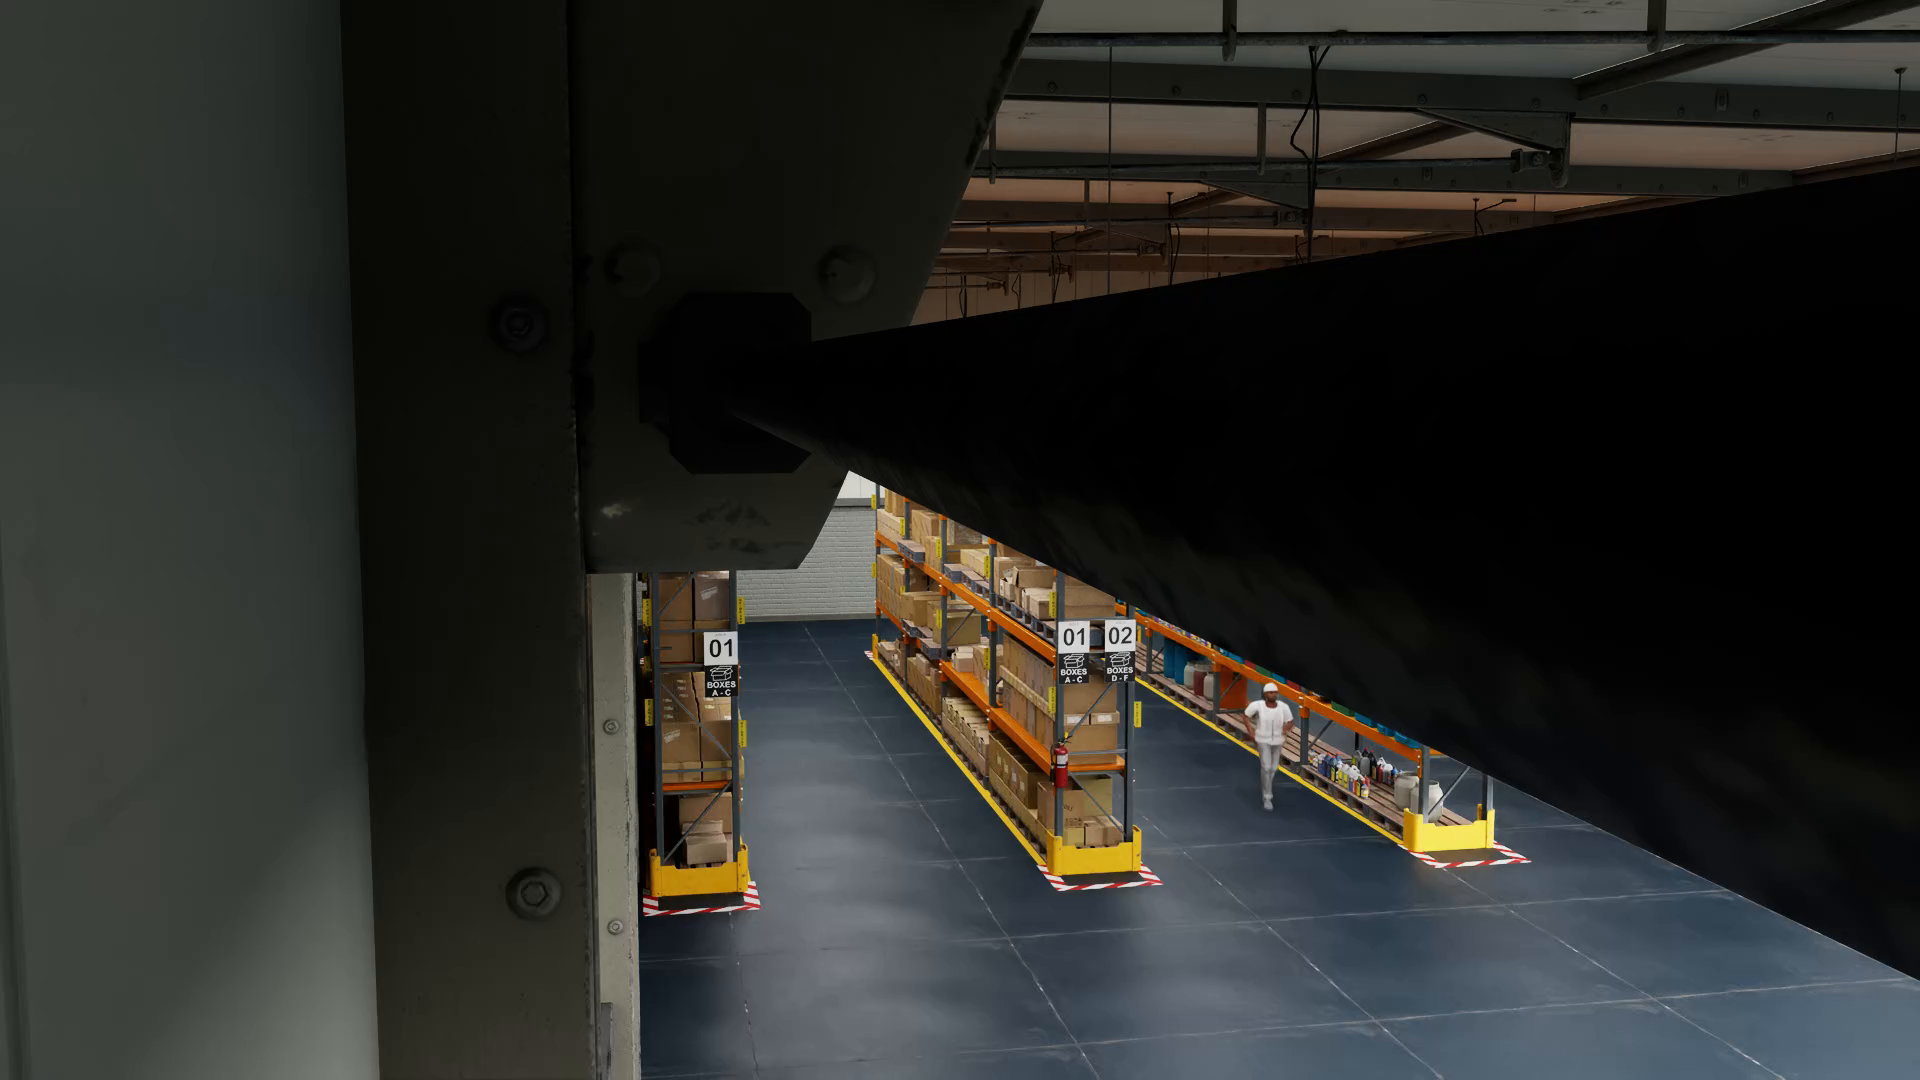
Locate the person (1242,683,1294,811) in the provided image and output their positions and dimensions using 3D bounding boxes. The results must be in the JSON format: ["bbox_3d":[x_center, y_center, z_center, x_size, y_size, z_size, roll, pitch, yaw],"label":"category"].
[{"bbox_3d":[4.510,2.972,24.205,0.698,1.818,0.740,-1,6,-8],"label":"person"}]
